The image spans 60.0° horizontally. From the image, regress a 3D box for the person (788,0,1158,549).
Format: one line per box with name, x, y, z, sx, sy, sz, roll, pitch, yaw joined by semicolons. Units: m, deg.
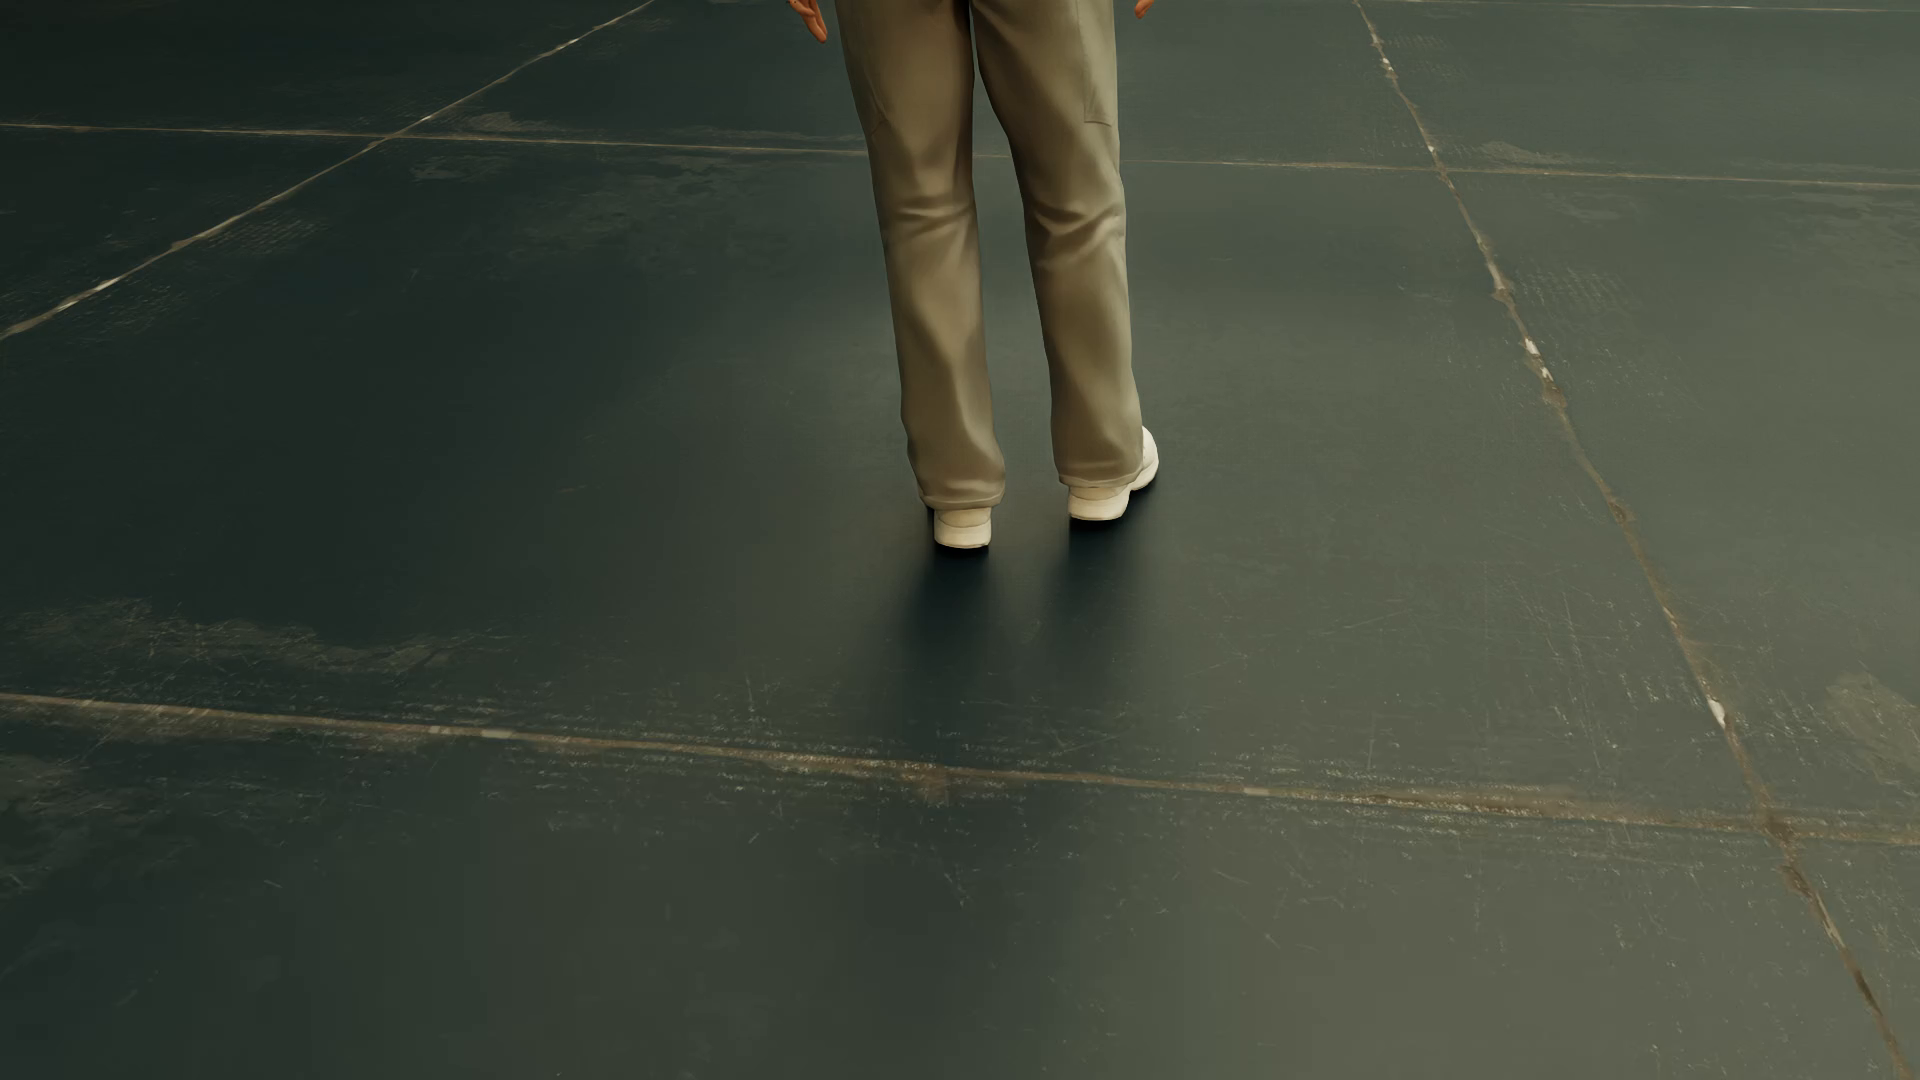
person;0.023;-0.788;2.187;0.549;1.673;0.548;3;27;7
